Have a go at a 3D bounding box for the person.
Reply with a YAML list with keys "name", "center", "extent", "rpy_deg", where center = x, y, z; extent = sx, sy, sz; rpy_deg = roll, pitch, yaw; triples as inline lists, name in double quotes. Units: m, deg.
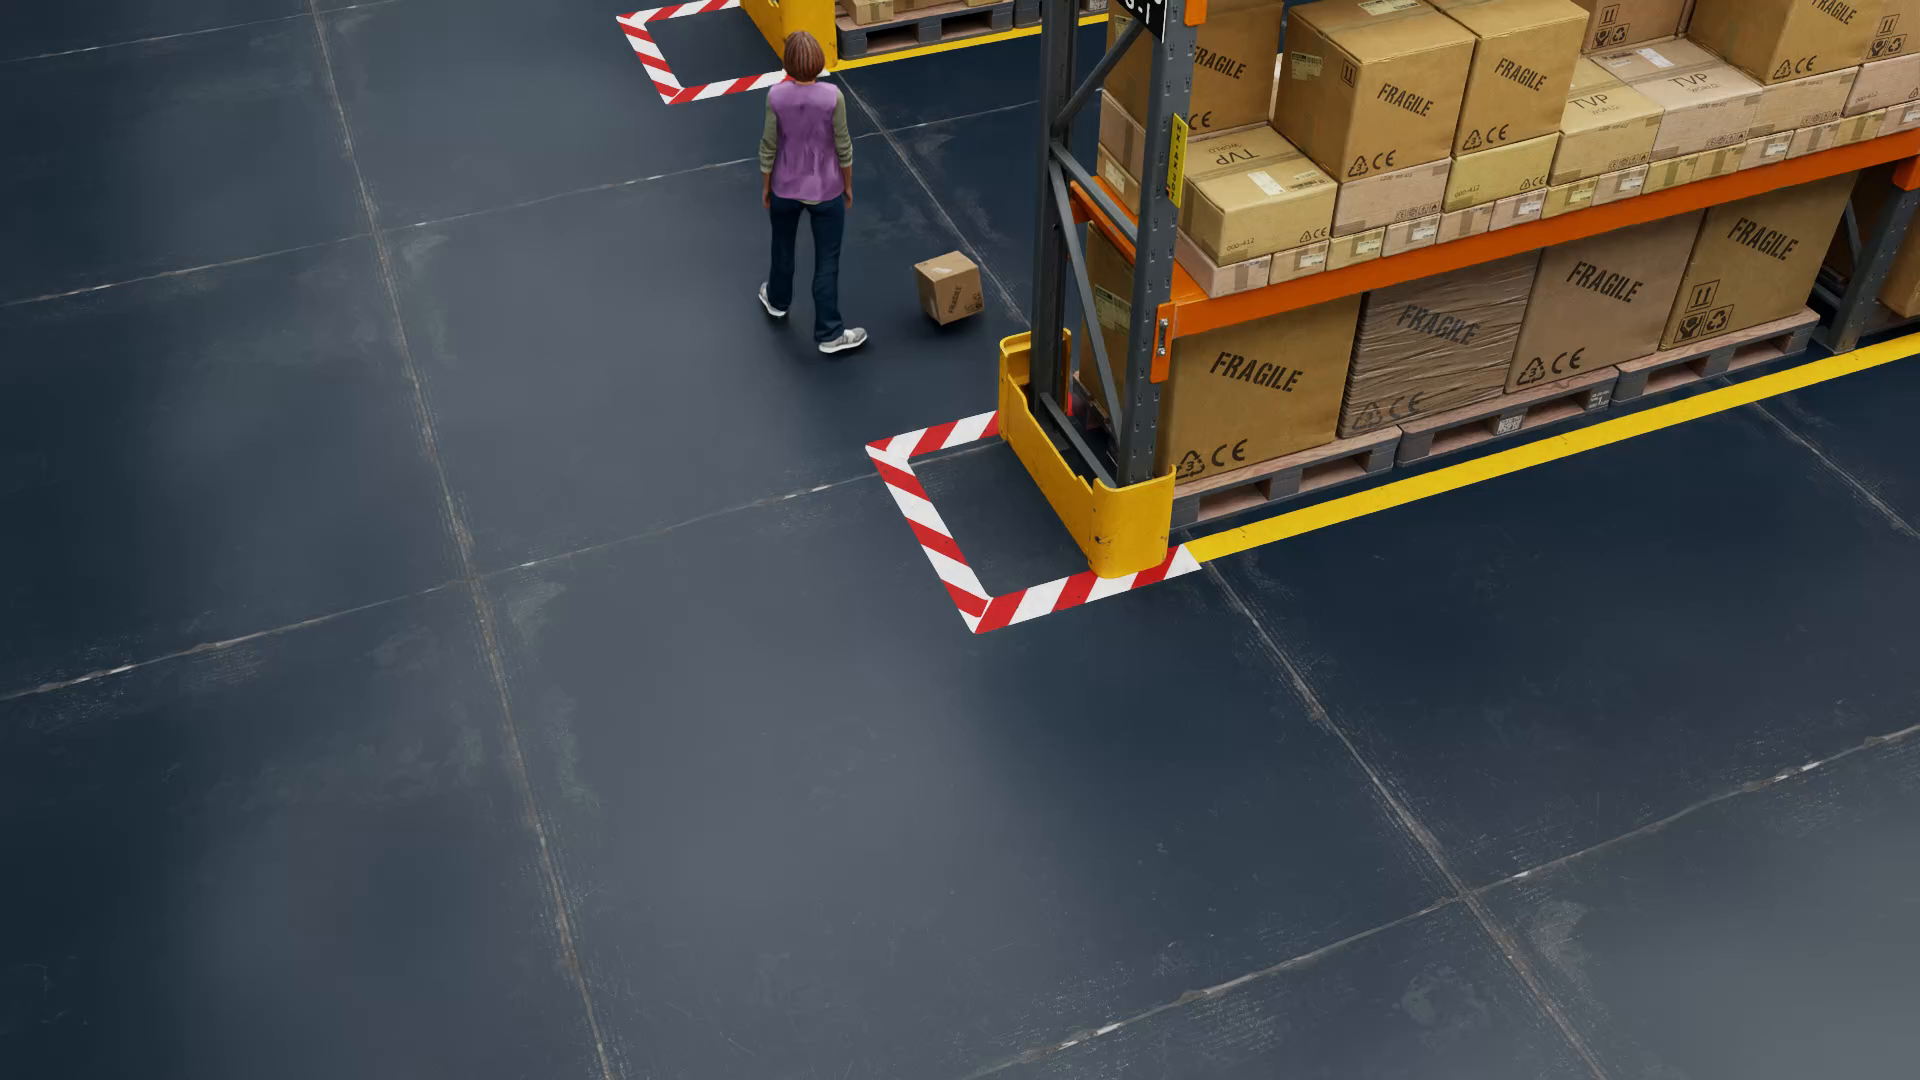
- name: "person"
  center: [-0.765, -1.690, 7.994]
  extent: [0.613, 1.588, 0.538]
  rpy_deg: [4, 42, 4]
